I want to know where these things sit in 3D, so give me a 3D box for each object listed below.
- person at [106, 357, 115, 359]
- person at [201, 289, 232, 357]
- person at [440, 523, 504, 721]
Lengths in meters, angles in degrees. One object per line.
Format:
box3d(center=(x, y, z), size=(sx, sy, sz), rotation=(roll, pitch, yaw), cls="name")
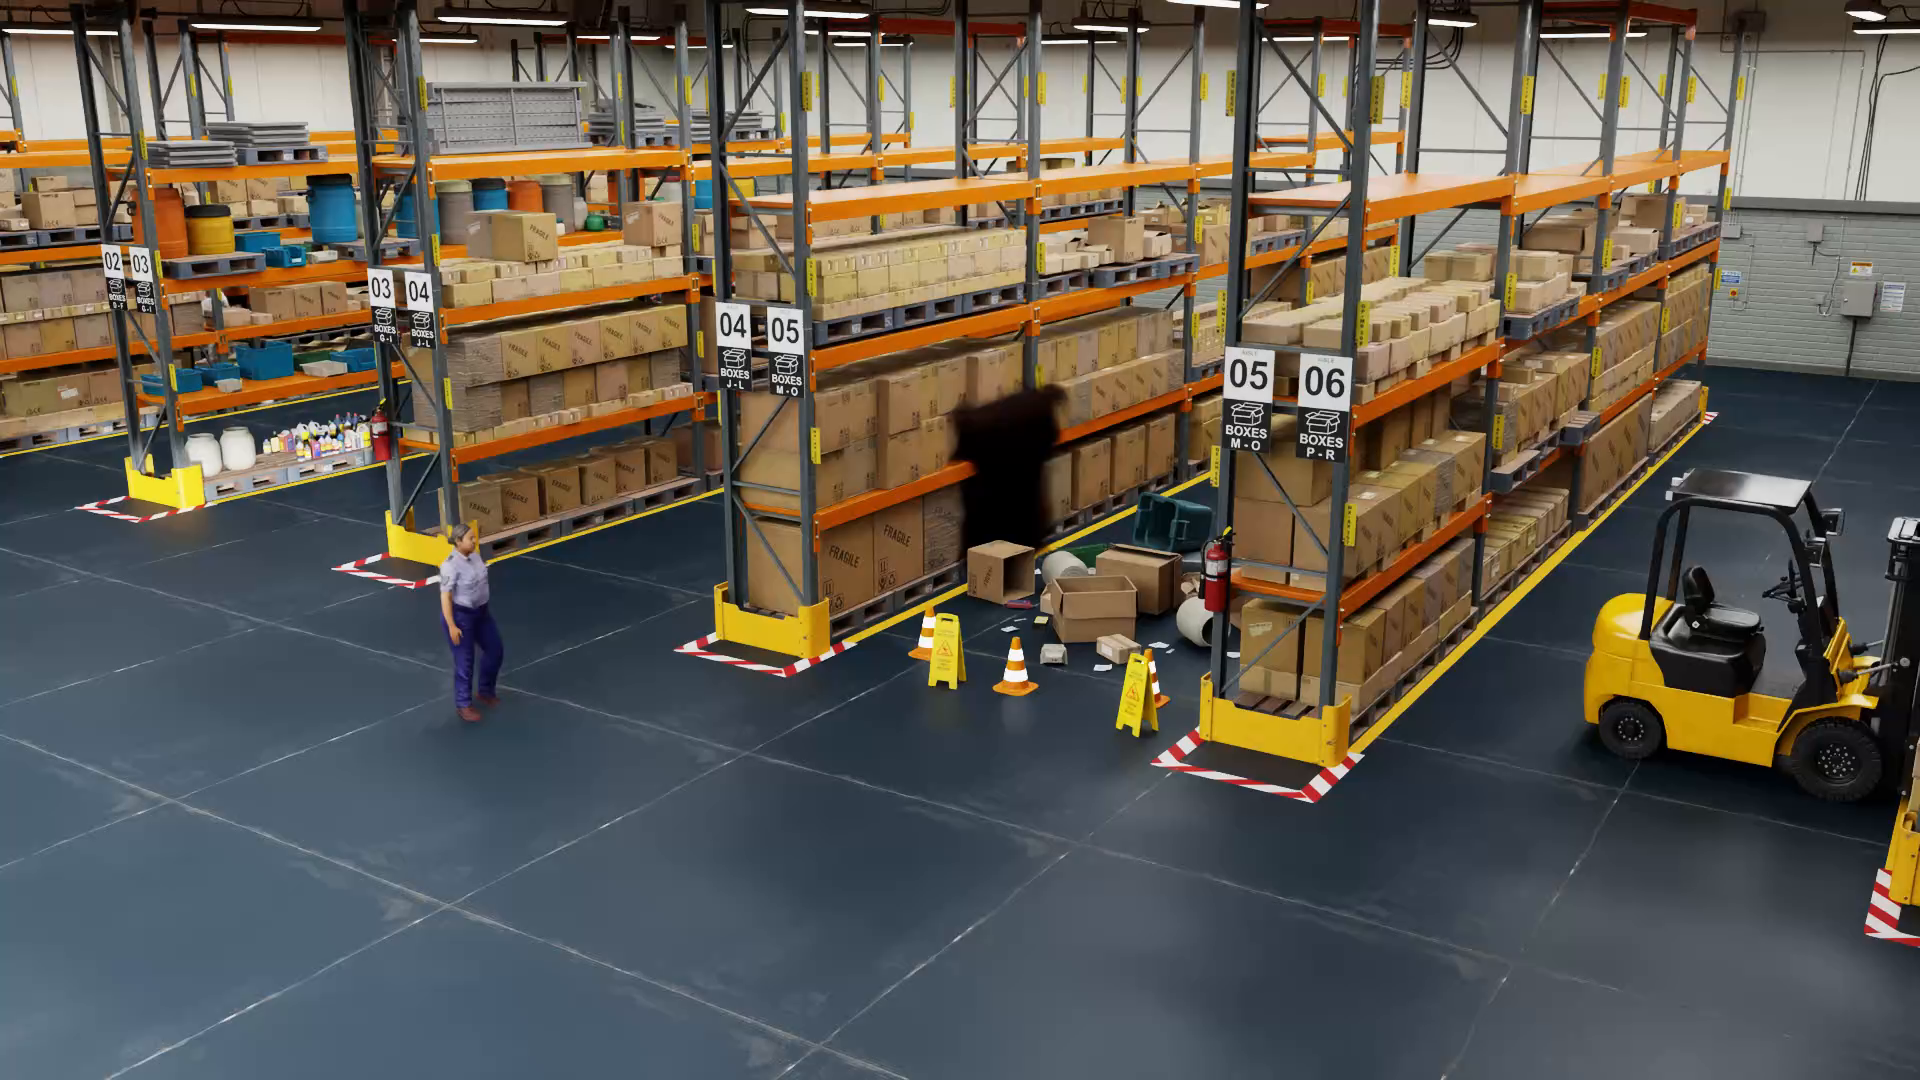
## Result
box3d(center=(-13.755, -3.010, 27.109), size=(0.447, 1.620, 0.395), rotation=(-6, 17, -20), cls="person")
box3d(center=(-13.432, -3.843, 29.801), size=(0.483, 1.728, 0.986), rotation=(8, 17, 25), cls="person")
box3d(center=(-4.100, 0.706, 13.805), size=(0.367, 1.702, 0.573), rotation=(6, 17, 22), cls="person")
